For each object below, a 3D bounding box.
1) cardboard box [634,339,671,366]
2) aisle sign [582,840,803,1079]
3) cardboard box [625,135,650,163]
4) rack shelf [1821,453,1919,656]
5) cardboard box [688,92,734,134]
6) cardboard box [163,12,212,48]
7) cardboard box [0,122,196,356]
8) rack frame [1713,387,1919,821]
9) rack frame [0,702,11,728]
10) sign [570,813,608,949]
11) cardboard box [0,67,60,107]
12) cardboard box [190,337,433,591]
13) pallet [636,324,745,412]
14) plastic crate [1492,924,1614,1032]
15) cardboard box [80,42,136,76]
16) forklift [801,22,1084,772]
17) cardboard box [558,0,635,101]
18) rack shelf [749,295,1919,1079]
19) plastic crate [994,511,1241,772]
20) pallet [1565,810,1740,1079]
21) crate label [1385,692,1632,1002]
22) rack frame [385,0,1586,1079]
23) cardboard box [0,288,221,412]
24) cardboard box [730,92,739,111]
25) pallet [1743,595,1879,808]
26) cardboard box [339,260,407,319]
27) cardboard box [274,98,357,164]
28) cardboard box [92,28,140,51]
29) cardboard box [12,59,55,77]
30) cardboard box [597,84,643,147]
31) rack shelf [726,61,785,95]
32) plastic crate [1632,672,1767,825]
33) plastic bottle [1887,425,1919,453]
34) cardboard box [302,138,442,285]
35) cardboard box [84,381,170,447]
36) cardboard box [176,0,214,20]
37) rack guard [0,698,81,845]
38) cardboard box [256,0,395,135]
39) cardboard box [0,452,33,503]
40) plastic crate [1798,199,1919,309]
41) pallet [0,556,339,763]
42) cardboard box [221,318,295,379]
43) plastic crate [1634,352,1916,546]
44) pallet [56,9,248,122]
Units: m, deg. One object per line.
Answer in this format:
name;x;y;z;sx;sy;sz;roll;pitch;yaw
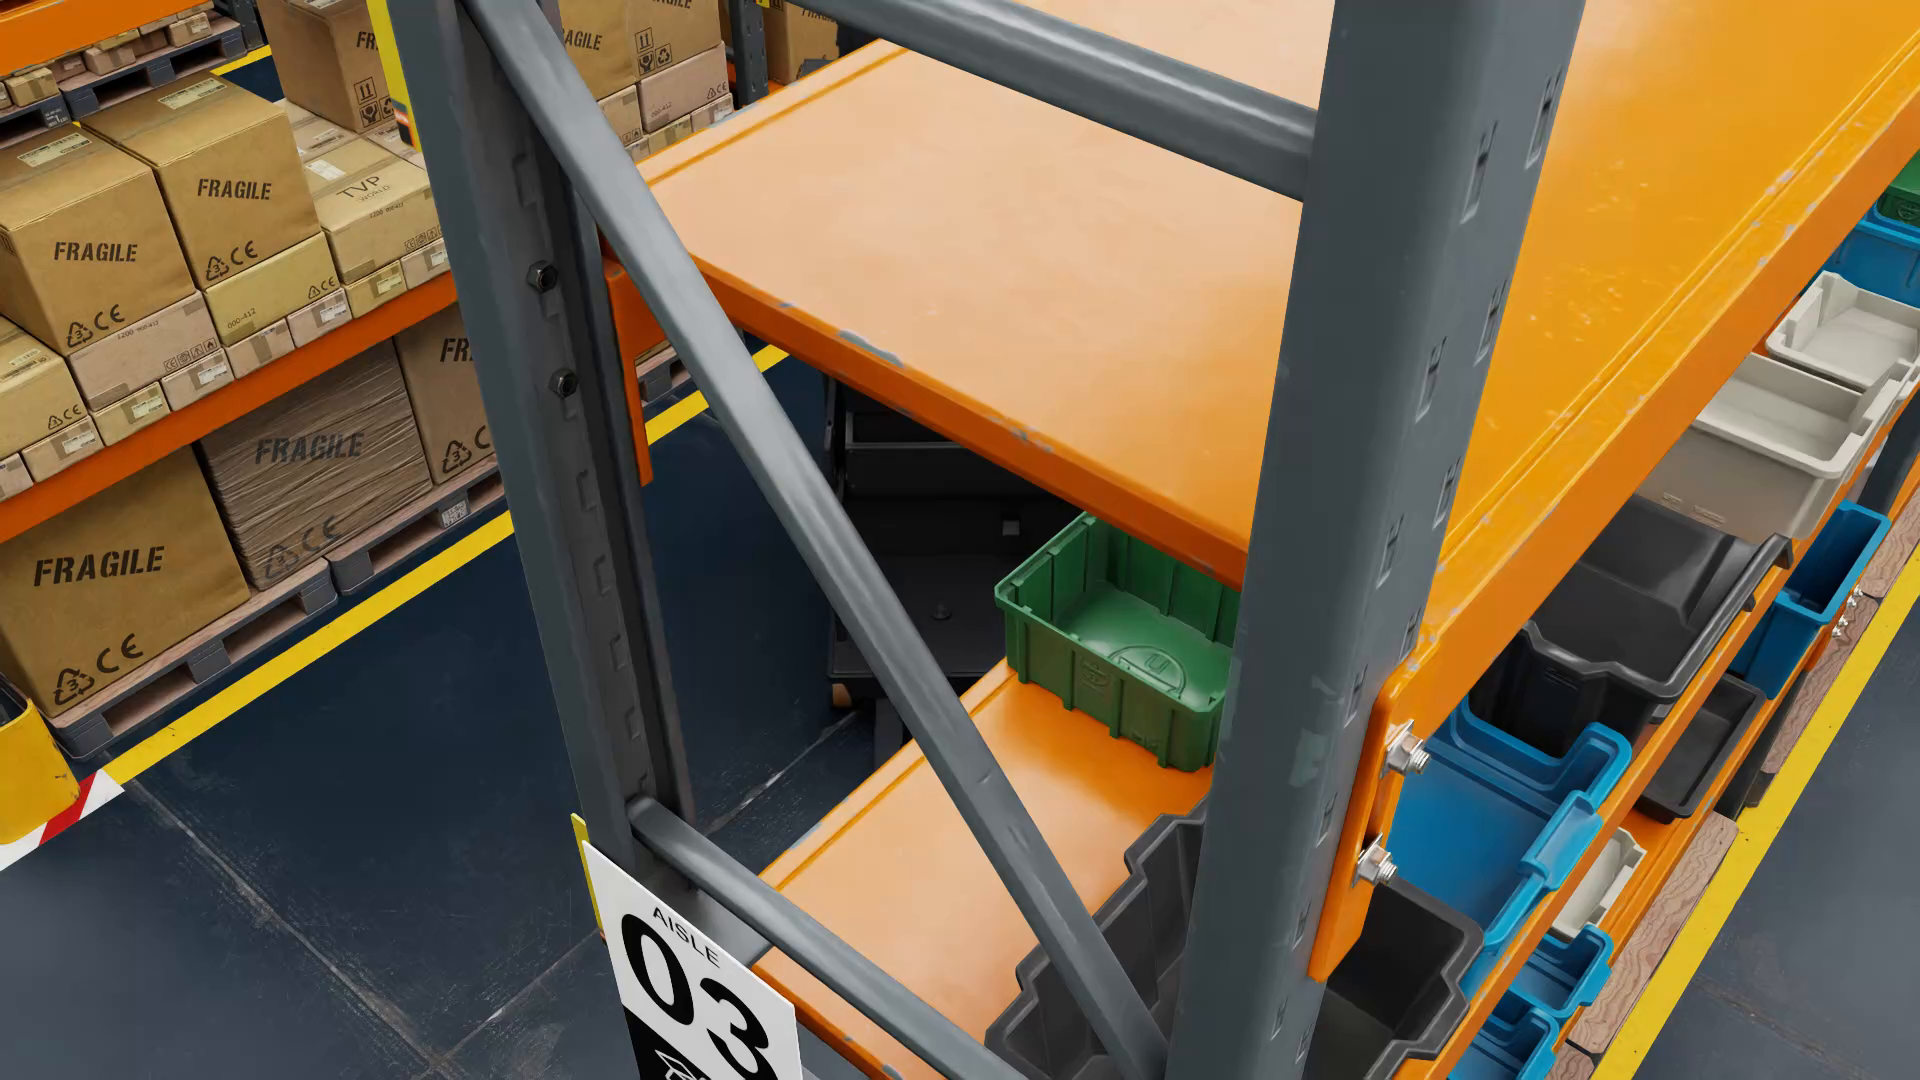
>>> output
cardboard box;-1.789;-1.435;8.048;0.875;0.875;0.875;29;50;28
aisle sign;-0.357;0.782;2.411;0.394;0.787;0.004;29;50;28
cardboard box;-1.580;-1.714;7.275;0.380;0.149;0.250;29;50;28
rack shelf;3.775;-0.990;6.826;1.077;0.370;4.000;29;50;28
cardboard box;-1.249;-1.979;7.566;0.380;0.149;0.250;30;50;29
cardboard box;-5.026;-3.321;10.662;0.380;0.149;0.250;30;50;29
cardboard box;-3.040;-1.031;5.669;0.500;0.500;0.500;28;49;28
rack frame;2.488;-0.226;5.452;1.000;3.000;0.127;29;50;28
rack frame;-3.878;-0.311;5.545;1.000;3.000;0.127;29;50;28
sign;-0.518;0.532;2.465;0.100;0.325;0.005;29;50;28
cardboard box;-5.692;-2.788;10.076;0.380;0.149;0.250;29;50;28
cardboard box;-2.941;-0.513;7.034;0.875;0.875;0.875;29;50;28
pallet;-1.853;-0.981;8.355;1.003;0.211;1.213;29;50;28
plastic crate;1.365;1.056;4.121;0.416;0.233;0.300;29;50;28
cardboard box;-5.378;-3.060;10.375;0.380;0.149;0.250;28;49;27
forklift;0.029;-0.622;5.938;1.130;2.935;3.031;0;42;0
cardboard box;-1.720;-2.094;6.839;0.500;0.500;0.500;30;50;29
rack shelf;1.201;-0.040;3.552;1.077;0.370;4.000;29;50;28
plastic crate;0.330;0.170;2.943;0.450;0.188;0.336;29;50;28
pallet;2.044;1.201;5.955;1.003;0.211;1.213;29;50;28
crate label;0.755;0.443;2.596;0.408;0.251;0.502;29;50;28
rack frame;-0.087;-0.386;1.168;1.000;3.000;0.127;29;50;28
cardboard box;-3.032;-0.767;5.936;0.500;0.250;0.500;29;50;28
cardboard box;-0.907;-2.078;8.755;1.225;0.875;0.875;30;50;29
pallet;3.016;0.426;6.807;1.003;0.211;1.213;29;50;28
cardboard box;-2.408;-1.051;6.545;0.380;0.149;0.250;28;49;27
cardboard box;-2.782;-1.523;6.768;0.500;0.250;0.500;30;50;29
cardboard box;-5.318;-3.191;10.298;0.380;0.149;0.250;28;49;27
cardboard box;-5.703;-2.964;10.049;0.380;0.149;0.250;31;51;29
cardboard box;-1.718;-1.817;7.091;0.500;0.250;0.500;31;51;30
rack shelf;-0.016;-3.134;9.185;1.077;0.370;4.000;29;50;28
plastic crate;1.973;0.546;4.762;0.437;0.125;0.590;29;50;28
plastic bottle;3.313;-0.442;5.781;0.152;0.276;0.135;29;50;28
cardboard box;-2.375;-1.295;6.517;0.500;0.250;0.500;29;49;28
cardboard box;-3.068;-0.523;5.964;0.380;0.149;0.250;28;49;28
cardboard box;-4.994;-3.481;10.617;0.380;0.149;0.250;31;50;29
rack guard;-3.893;0.626;6.372;1.175;0.500;0.348;29;50;28
cardboard box;-2.461;-2.047;6.787;0.500;0.500;0.500;28;49;27
cardboard box;-3.396;-0.258;5.673;0.380;0.149;0.250;30;50;29
plastic crate;2.146;-0.667;3.831;0.416;0.233;0.300;29;50;28
pallet;-3.423;0.275;6.973;1.003;0.211;1.213;29;50;28
cardboard box;-2.737;-0.788;6.256;0.380;0.149;0.250;29;49;28
plastic crate;1.576;-0.240;3.325;0.437;0.282;0.530;29;50;28
pallet;-5.440;-3.177;10.770;1.003;0.211;1.213;29;50;28
